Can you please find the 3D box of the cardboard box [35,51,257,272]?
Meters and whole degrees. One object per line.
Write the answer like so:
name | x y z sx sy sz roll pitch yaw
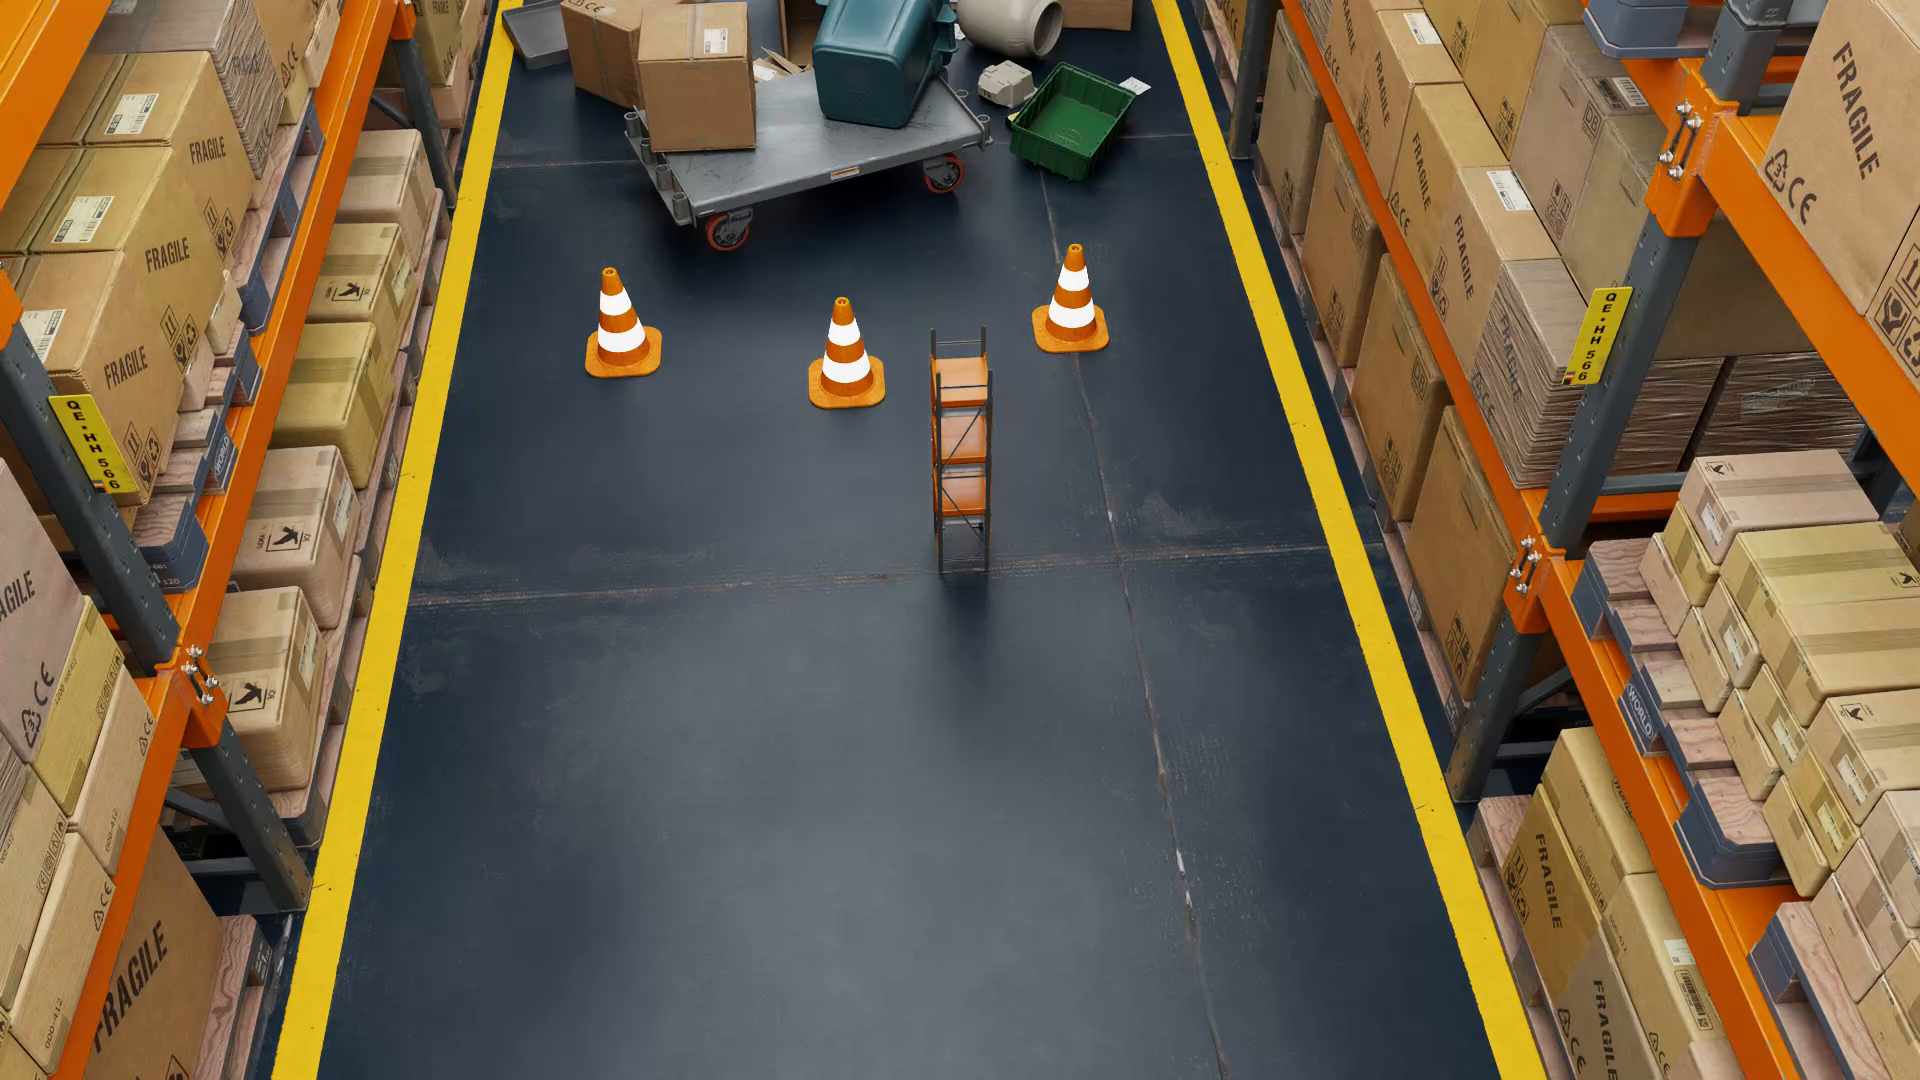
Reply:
cardboard box | -2.599 -1.180 5.239 0.500 0.500 0.500 -3 47 -3

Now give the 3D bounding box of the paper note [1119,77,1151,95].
paper note | 0.941 -2.478 9.075 0.147 0.020 0.142 -36 56 -29

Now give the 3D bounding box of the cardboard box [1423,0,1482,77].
cardboard box | 2.075 -1.983 5.805 0.700 0.500 0.500 -4 47 -4

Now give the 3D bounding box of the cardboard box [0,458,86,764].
cardboard box | -2.386 0.181 3.755 0.500 0.500 0.500 -5 47 -4

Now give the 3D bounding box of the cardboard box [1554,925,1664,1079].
cardboard box | 2.085 1.433 4.759 0.500 0.500 0.500 -3 47 -3

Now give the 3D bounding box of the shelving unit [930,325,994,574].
shelving unit | 0.004 -0.322 6.332 0.215 1.050 0.252 -3 47 -3

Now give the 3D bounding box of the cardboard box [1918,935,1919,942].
cardboard box | 2.192 0.861 3.342 0.380 0.149 0.250 -2 47 -2

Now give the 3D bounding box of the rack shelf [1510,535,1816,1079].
rack shelf | 2.402 1.521 3.739 1.077 0.370 4.000 -3 47 -3

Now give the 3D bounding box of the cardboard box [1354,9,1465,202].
cardboard box | 1.800 -1.610 6.140 0.500 0.500 0.500 -3 47 -3

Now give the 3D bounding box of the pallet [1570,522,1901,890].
pallet | 2.400 0.402 4.435 1.213 0.211 1.003 -3 47 -3

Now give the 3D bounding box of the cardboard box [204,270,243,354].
cardboard box | -2.501 -0.711 5.241 0.380 0.149 0.250 -3 47 -3

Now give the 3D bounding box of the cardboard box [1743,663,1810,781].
cardboard box | 2.125 0.417 3.968 0.380 0.149 0.250 -5 47 -5

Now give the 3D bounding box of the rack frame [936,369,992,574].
rack frame | 0.015 -0.234 6.249 0.200 1.050 0.008 -3 47 -3

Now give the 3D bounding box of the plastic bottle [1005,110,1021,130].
plastic bottle | 0.373 -2.165 8.758 0.133 0.061 0.283 -27 52 -23

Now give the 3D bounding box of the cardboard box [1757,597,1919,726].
cardboard box | 2.121 0.282 3.891 0.380 0.149 0.250 -4 47 -4

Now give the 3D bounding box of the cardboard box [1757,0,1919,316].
cardboard box | 2.017 -0.810 3.316 0.500 0.500 0.500 -3 47 -3

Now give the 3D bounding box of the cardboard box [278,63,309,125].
cardboard box | -2.635 -1.657 6.137 0.380 0.149 0.250 -4 47 -3

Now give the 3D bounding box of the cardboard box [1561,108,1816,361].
cardboard box | 2.207 -0.877 4.757 0.700 0.500 0.500 -4 47 -4

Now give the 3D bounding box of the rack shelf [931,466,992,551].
rack shelf | 0.004 -0.124 6.542 0.215 0.259 0.240 -3 47 -3

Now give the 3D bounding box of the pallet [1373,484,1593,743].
pallet | 2.243 0.211 6.405 1.003 0.211 1.213 -3 47 -3

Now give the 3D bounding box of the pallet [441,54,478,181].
pallet | -3.116 -2.218 8.705 1.003 0.211 1.213 -3 47 -3

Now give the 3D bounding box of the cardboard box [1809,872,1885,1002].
cardboard box | 2.165 0.882 3.733 0.380 0.149 0.250 -2 47 -2

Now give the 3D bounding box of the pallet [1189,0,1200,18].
pallet | 1.809 -3.548 9.965 1.003 0.211 1.213 -3 47 -3

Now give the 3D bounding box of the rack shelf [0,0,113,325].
rack shelf | -2.857 -2.030 5.036 1.077 0.370 4.000 -3 47 -3

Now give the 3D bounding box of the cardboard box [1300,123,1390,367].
cardboard box | 2.118 -1.296 7.172 1.050 0.750 0.750 -3 47 -3

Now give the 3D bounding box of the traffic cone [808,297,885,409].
traffic cone | -0.505 -0.860 7.246 0.336 0.463 0.334 -3 47 -3

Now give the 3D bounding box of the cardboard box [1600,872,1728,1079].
cardboard box | 2.093 1.165 4.497 0.500 0.250 0.500 -4 47 -4

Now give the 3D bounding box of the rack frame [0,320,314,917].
rack frame | -2.690 0.201 4.494 1.000 3.000 0.127 -3 47 -3

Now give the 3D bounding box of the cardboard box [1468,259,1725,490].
cardboard box | 1.929 -0.517 5.105 0.500 0.500 0.500 -3 47 -3

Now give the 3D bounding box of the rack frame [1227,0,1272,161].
rack frame | 1.900 -3.067 7.589 1.000 3.000 0.127 -3 47 -3

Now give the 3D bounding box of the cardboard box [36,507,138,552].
cardboard box | -2.532 -0.104 4.666 0.380 0.149 0.250 -6 47 -6

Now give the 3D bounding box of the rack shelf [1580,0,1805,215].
rack shelf | 2.067 -2.404 5.391 1.077 0.370 4.000 -3 47 -3

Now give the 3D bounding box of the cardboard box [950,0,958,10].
cardboard box | -0.080 -3.259 9.653 0.396 0.266 0.258 4 47 4

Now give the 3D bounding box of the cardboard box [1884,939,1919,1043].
cardboard box | 2.184 0.960 3.454 0.380 0.149 0.250 -4 47 -4

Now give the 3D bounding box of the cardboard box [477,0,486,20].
cardboard box | -2.908 -3.105 9.229 0.500 0.250 0.500 -4 47 -4

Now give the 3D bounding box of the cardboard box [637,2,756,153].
cardboard box | -1.253 -2.224 7.990 0.500 0.500 0.500 -3 47 -3

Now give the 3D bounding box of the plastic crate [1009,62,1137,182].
plastic crate | 0.580 -2.166 8.633 0.450 0.188 0.662 25 51 9

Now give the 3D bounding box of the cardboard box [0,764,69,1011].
cardboard box | -2.349 0.786 3.698 0.500 0.250 0.500 -5 47 -4

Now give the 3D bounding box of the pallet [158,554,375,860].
pallet | -2.754 0.594 6.042 1.003 0.211 1.213 -3 47 -3

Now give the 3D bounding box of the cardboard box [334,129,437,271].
cardboard box | -2.978 -1.555 7.677 0.950 0.372 0.625 -3 47 -3

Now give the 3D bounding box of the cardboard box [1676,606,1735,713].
cardboard box | 2.093 0.299 4.285 0.380 0.149 0.250 -1 47 -1

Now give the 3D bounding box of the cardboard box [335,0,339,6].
cardboard box | -2.702 -2.204 6.655 0.380 0.149 0.250 -5 47 -4

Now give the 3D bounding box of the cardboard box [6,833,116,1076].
cardboard box | -2.330 0.971 3.868 0.500 0.250 0.500 -3 47 -3

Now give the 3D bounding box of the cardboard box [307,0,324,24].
cardboard box | -2.715 -2.295 6.295 0.500 0.500 0.500 -3 47 -3

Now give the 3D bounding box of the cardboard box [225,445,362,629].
cardboard box | -2.797 0.017 6.188 0.950 0.372 0.625 -4 47 -4

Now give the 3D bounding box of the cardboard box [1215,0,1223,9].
cardboard box | 1.837 -3.592 9.260 0.875 0.875 0.875 -3 47 -3

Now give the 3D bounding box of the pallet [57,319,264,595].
pallet | -2.856 -0.242 5.046 1.213 0.211 1.003 -3 47 -3
